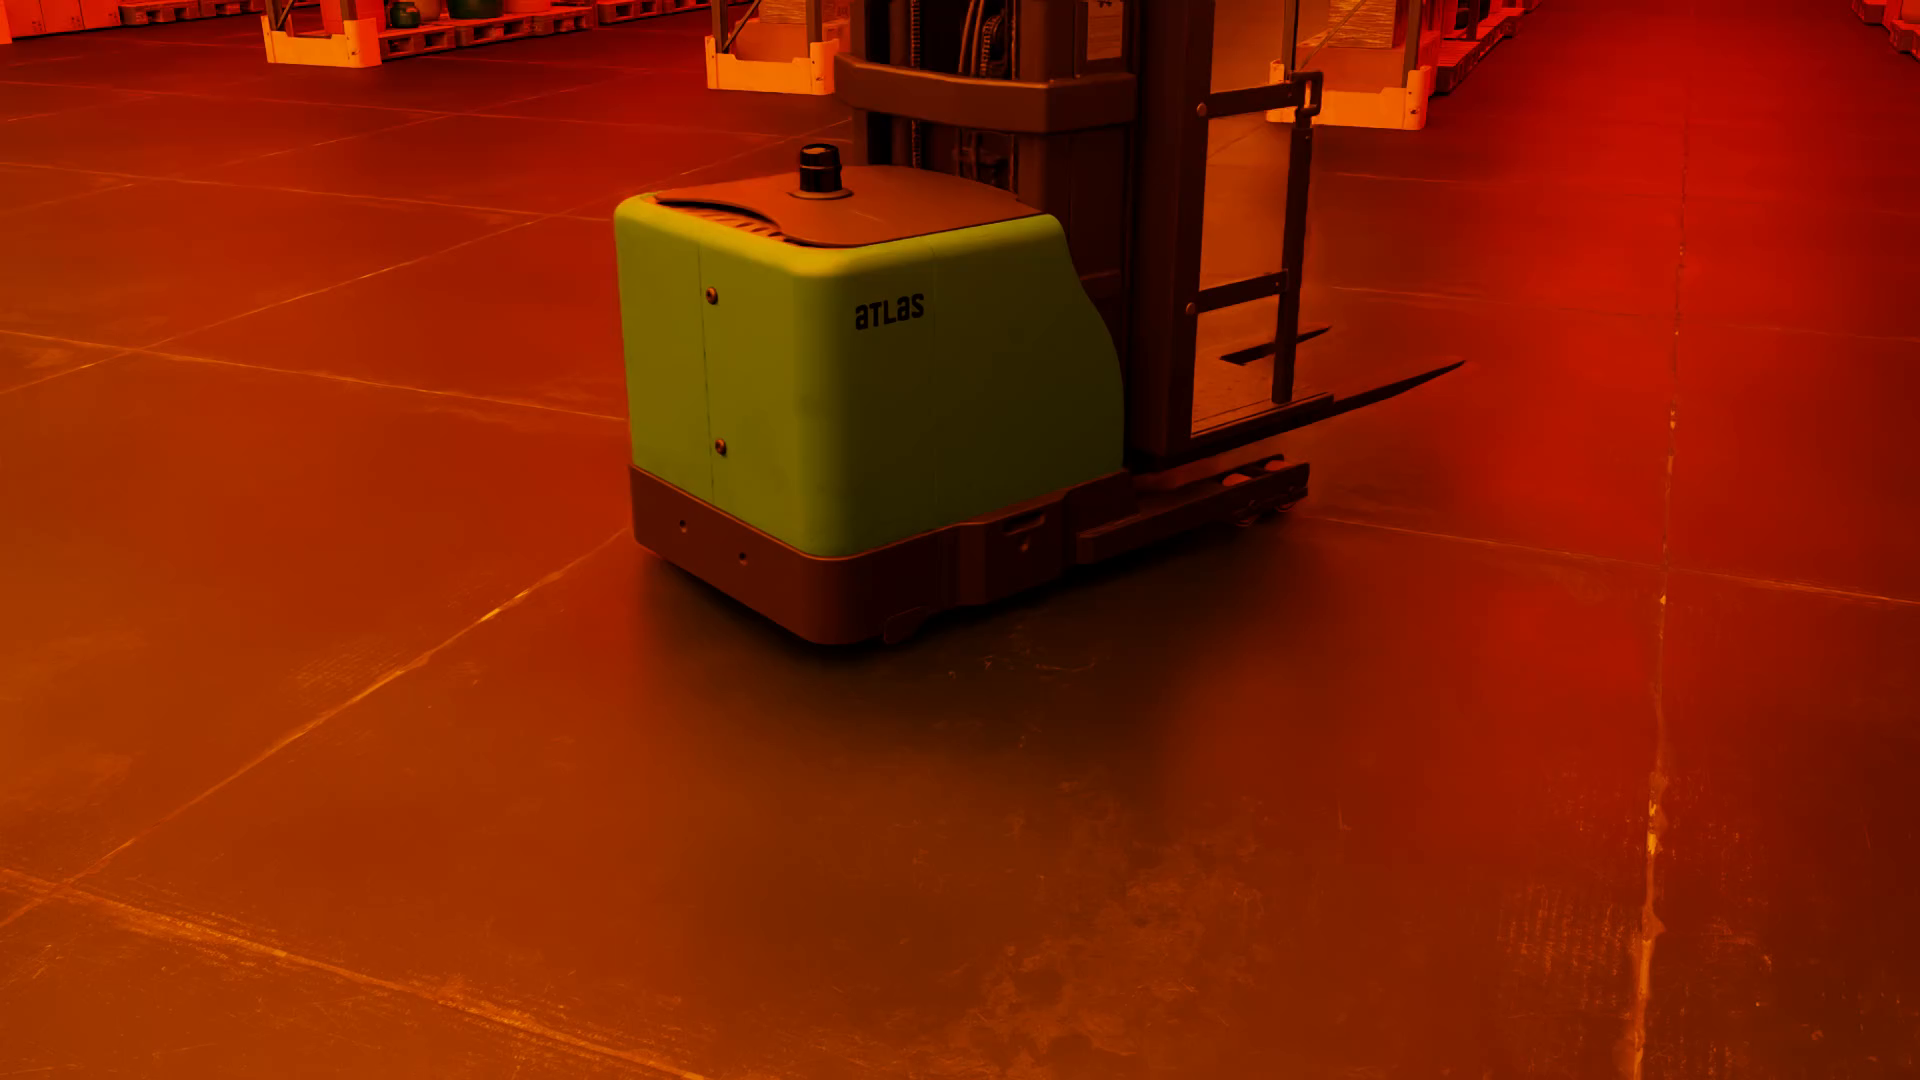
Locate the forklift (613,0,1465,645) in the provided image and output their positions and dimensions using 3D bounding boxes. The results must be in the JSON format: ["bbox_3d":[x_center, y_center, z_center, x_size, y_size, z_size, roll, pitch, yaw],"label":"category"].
[{"bbox_3d":[0.482,-1.530,4.952,3.031,2.935,1.130,-18,29,-37],"label":"forklift"}]
